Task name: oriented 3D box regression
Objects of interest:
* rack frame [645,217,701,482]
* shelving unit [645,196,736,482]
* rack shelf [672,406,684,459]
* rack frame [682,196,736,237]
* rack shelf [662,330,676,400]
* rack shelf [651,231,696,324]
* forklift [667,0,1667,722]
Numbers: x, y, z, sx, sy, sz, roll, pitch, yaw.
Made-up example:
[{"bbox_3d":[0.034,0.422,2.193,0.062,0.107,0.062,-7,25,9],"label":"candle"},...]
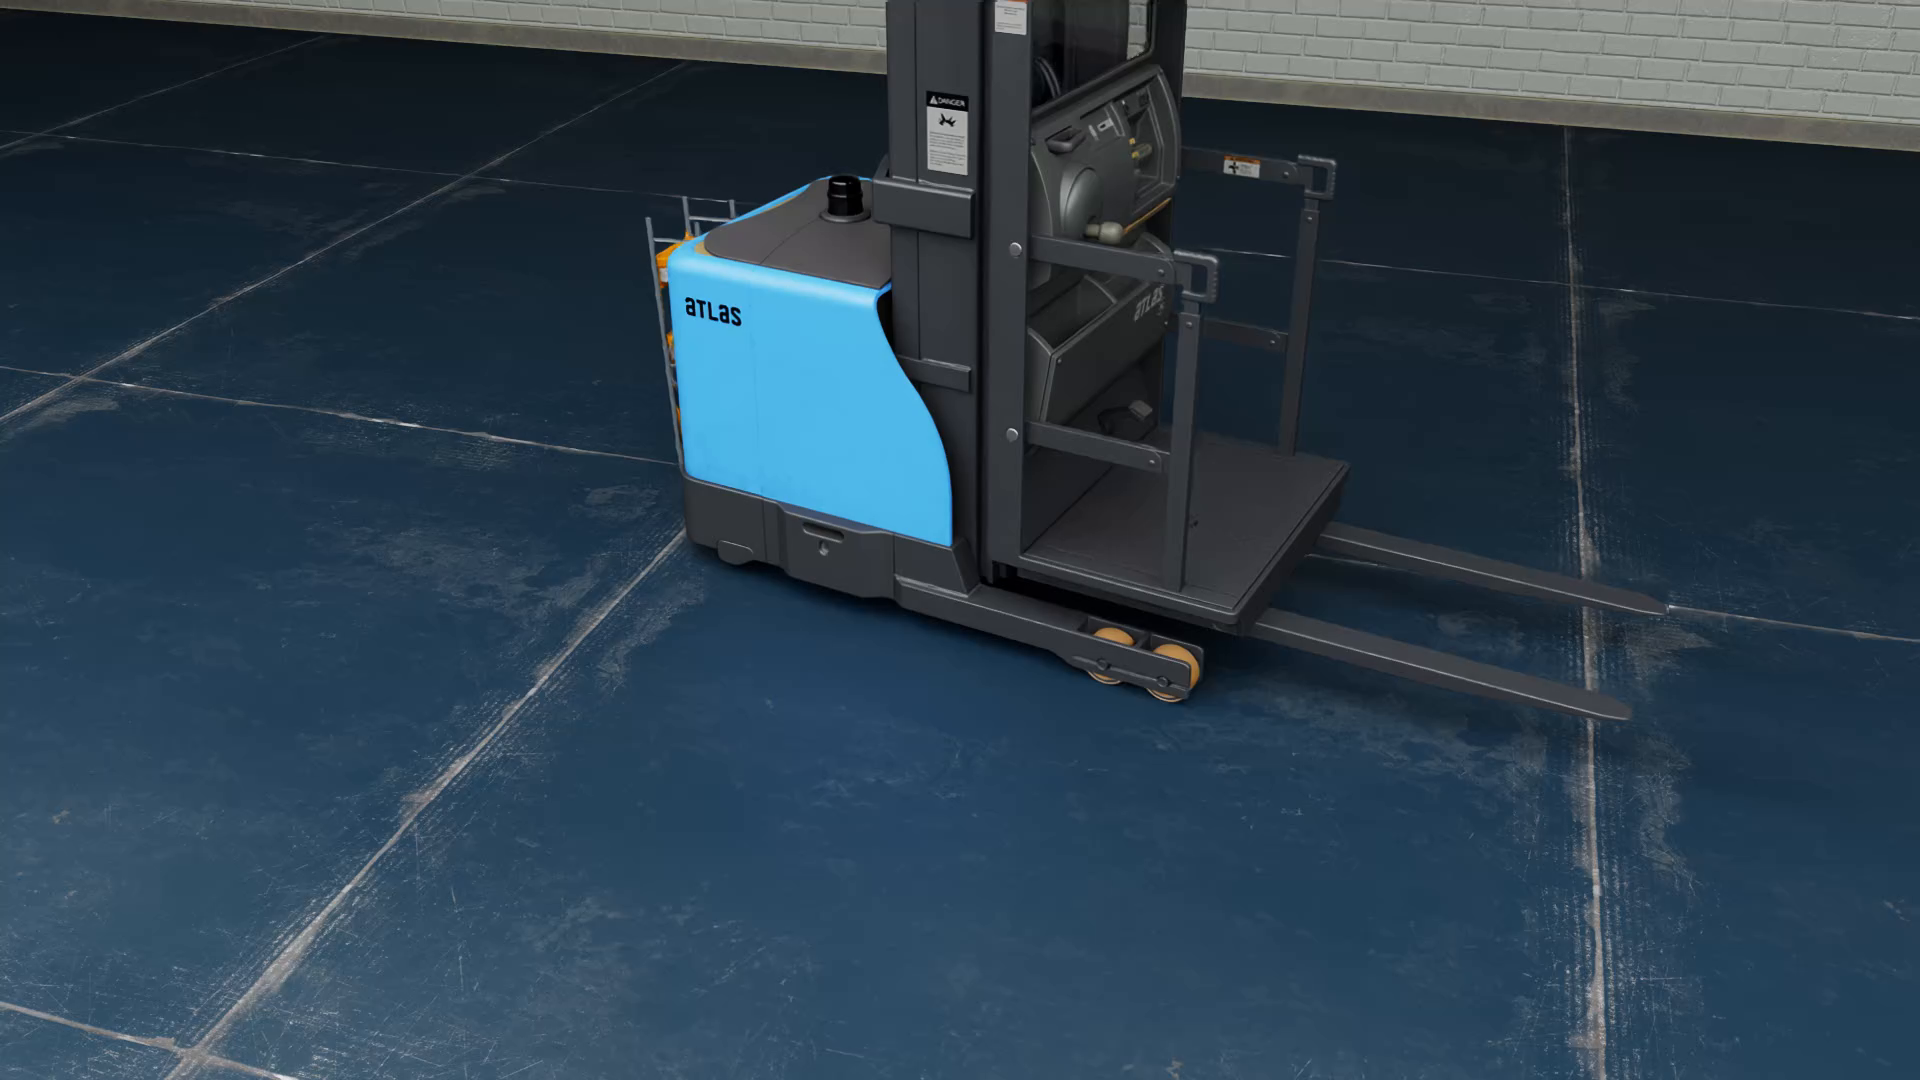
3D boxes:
[{"bbox_3d":[-0.925,-0.593,5.726,0.200,1.050,0.008,8,30,20],"label":"rack frame"},{"bbox_3d":[-0.881,-0.649,5.826,0.215,1.050,0.252,8,30,20],"label":"shelving unit"},{"bbox_3d":[-0.869,-0.394,5.961,0.215,0.259,0.240,8,30,20],"label":"rack shelf"},{"bbox_3d":[-0.837,-0.704,5.925,0.200,1.050,0.008,8,30,20],"label":"rack frame"},{"bbox_3d":[-0.881,-0.639,5.831,0.215,0.259,0.240,8,30,20],"label":"rack shelf"},{"bbox_3d":[-0.893,-0.889,5.697,0.215,0.259,0.240,8,30,20],"label":"rack shelf"},{"bbox_3d":[0.612,-1.100,4.713,3.031,2.935,1.130,15,32,25],"label":"forklift"}]
